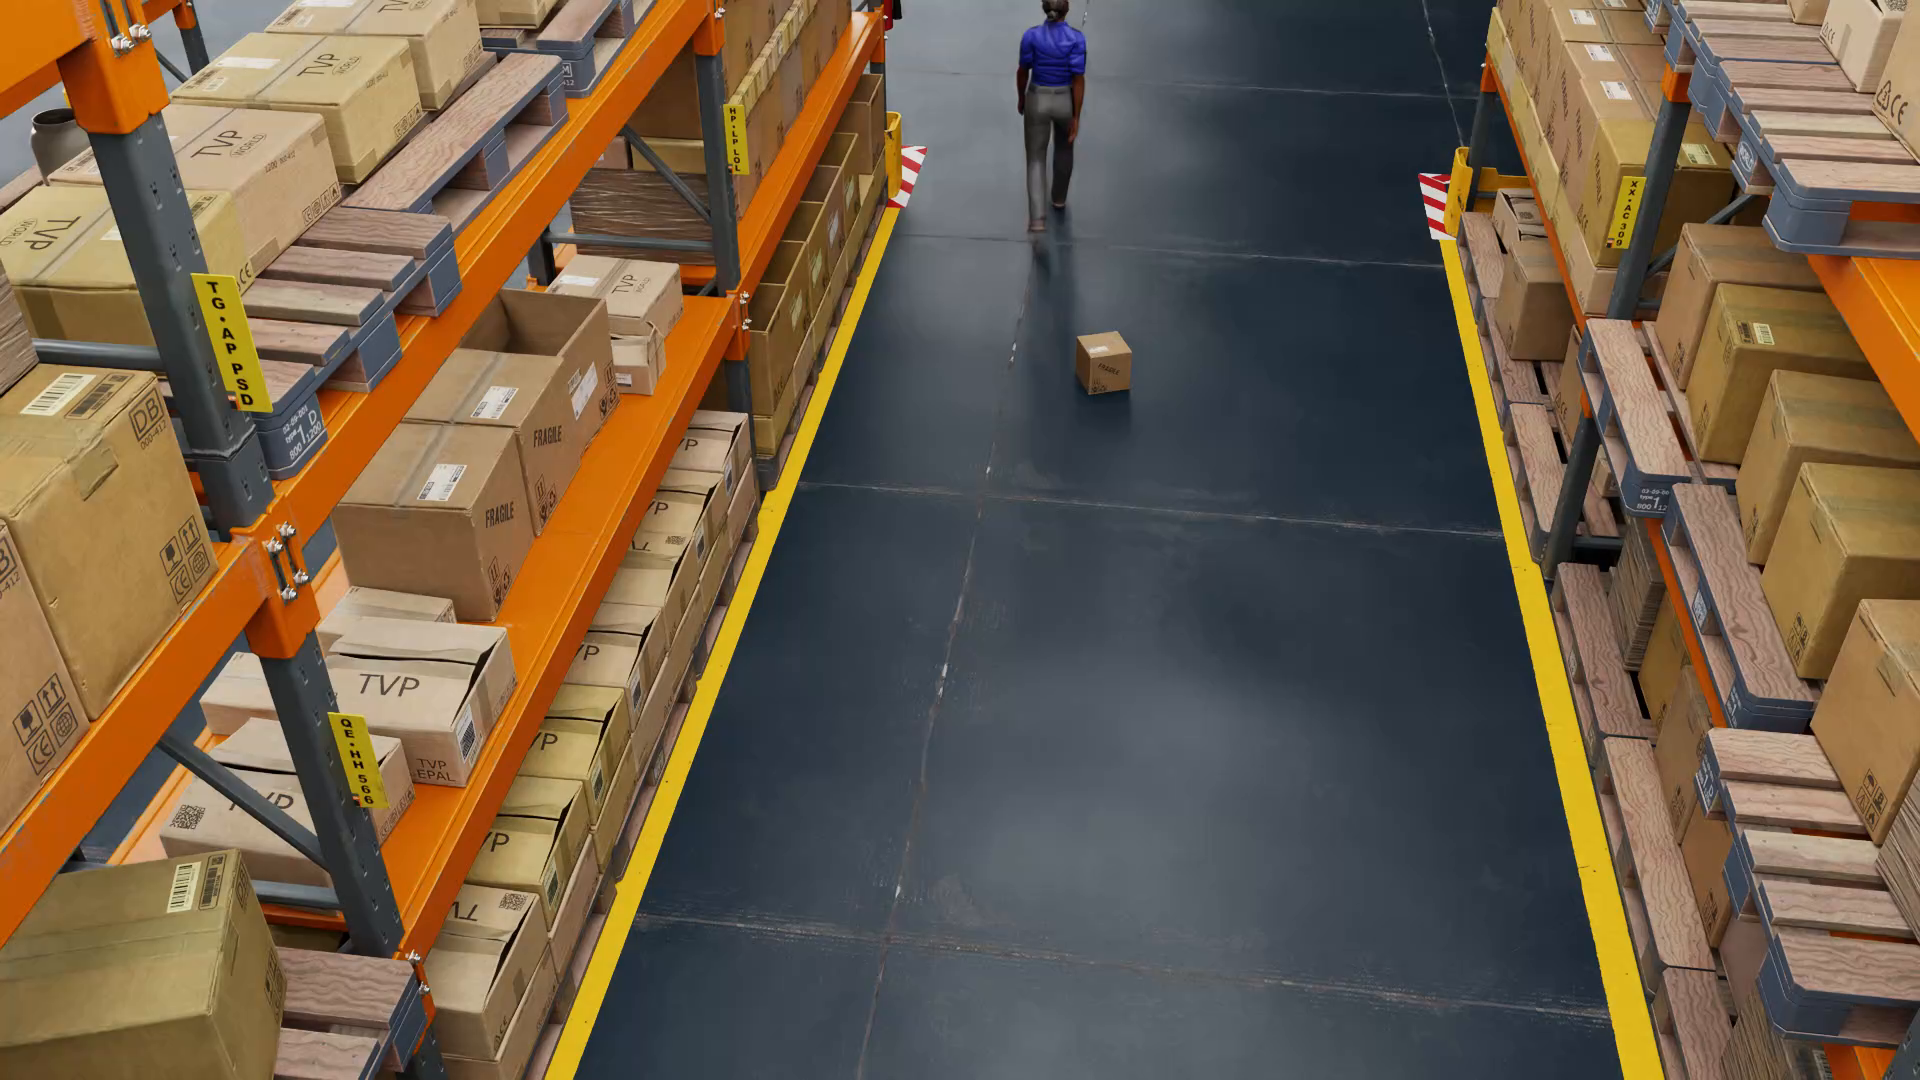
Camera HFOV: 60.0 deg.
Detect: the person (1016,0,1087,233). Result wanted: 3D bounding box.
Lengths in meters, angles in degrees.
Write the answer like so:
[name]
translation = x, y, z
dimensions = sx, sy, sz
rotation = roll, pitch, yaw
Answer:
[person]
translation = 0.588, -2.837, 10.891
dimensions = 0.444, 1.607, 0.959
rotation = 0, 36, 0
